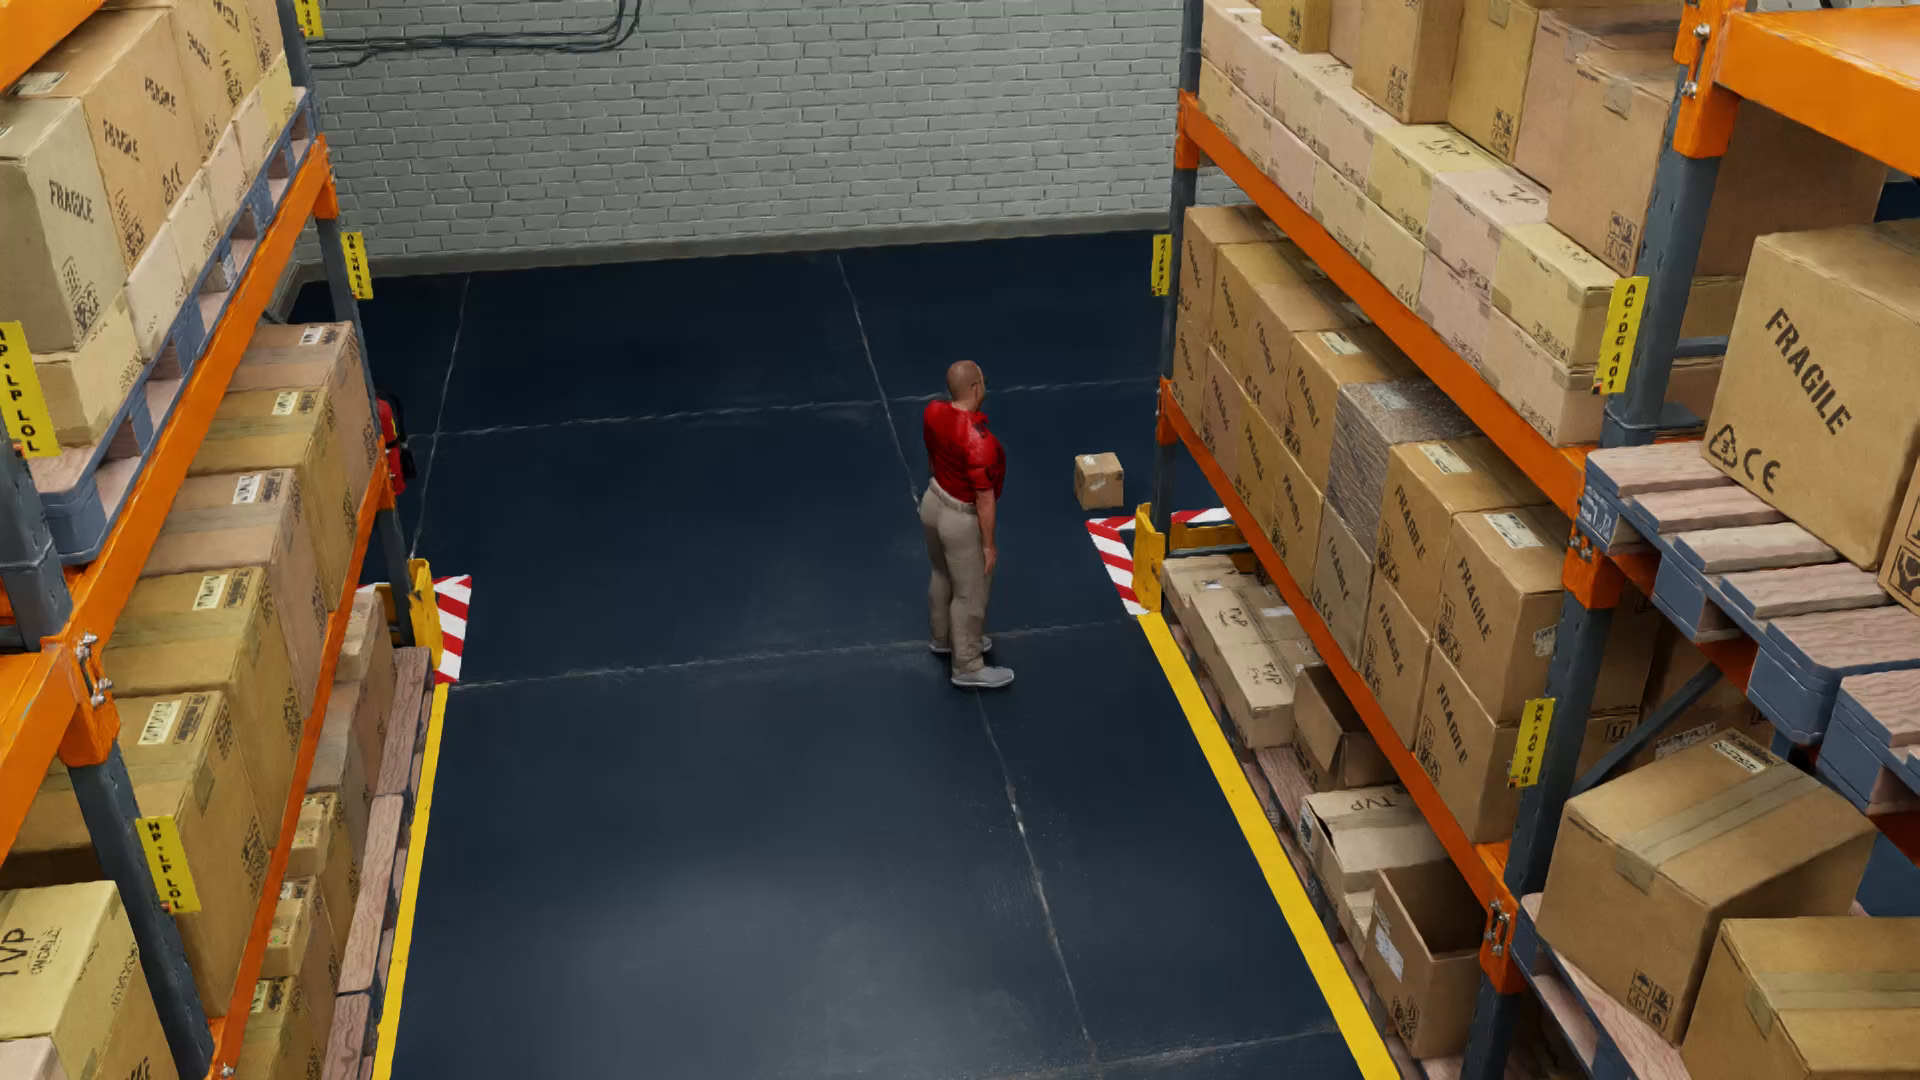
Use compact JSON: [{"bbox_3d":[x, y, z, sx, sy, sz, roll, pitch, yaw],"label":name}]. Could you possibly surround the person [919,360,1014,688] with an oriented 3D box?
[{"bbox_3d":[0.027,-0.099,8.278,0.381,1.739,0.597,-17,35,-27],"label":"person"}]
